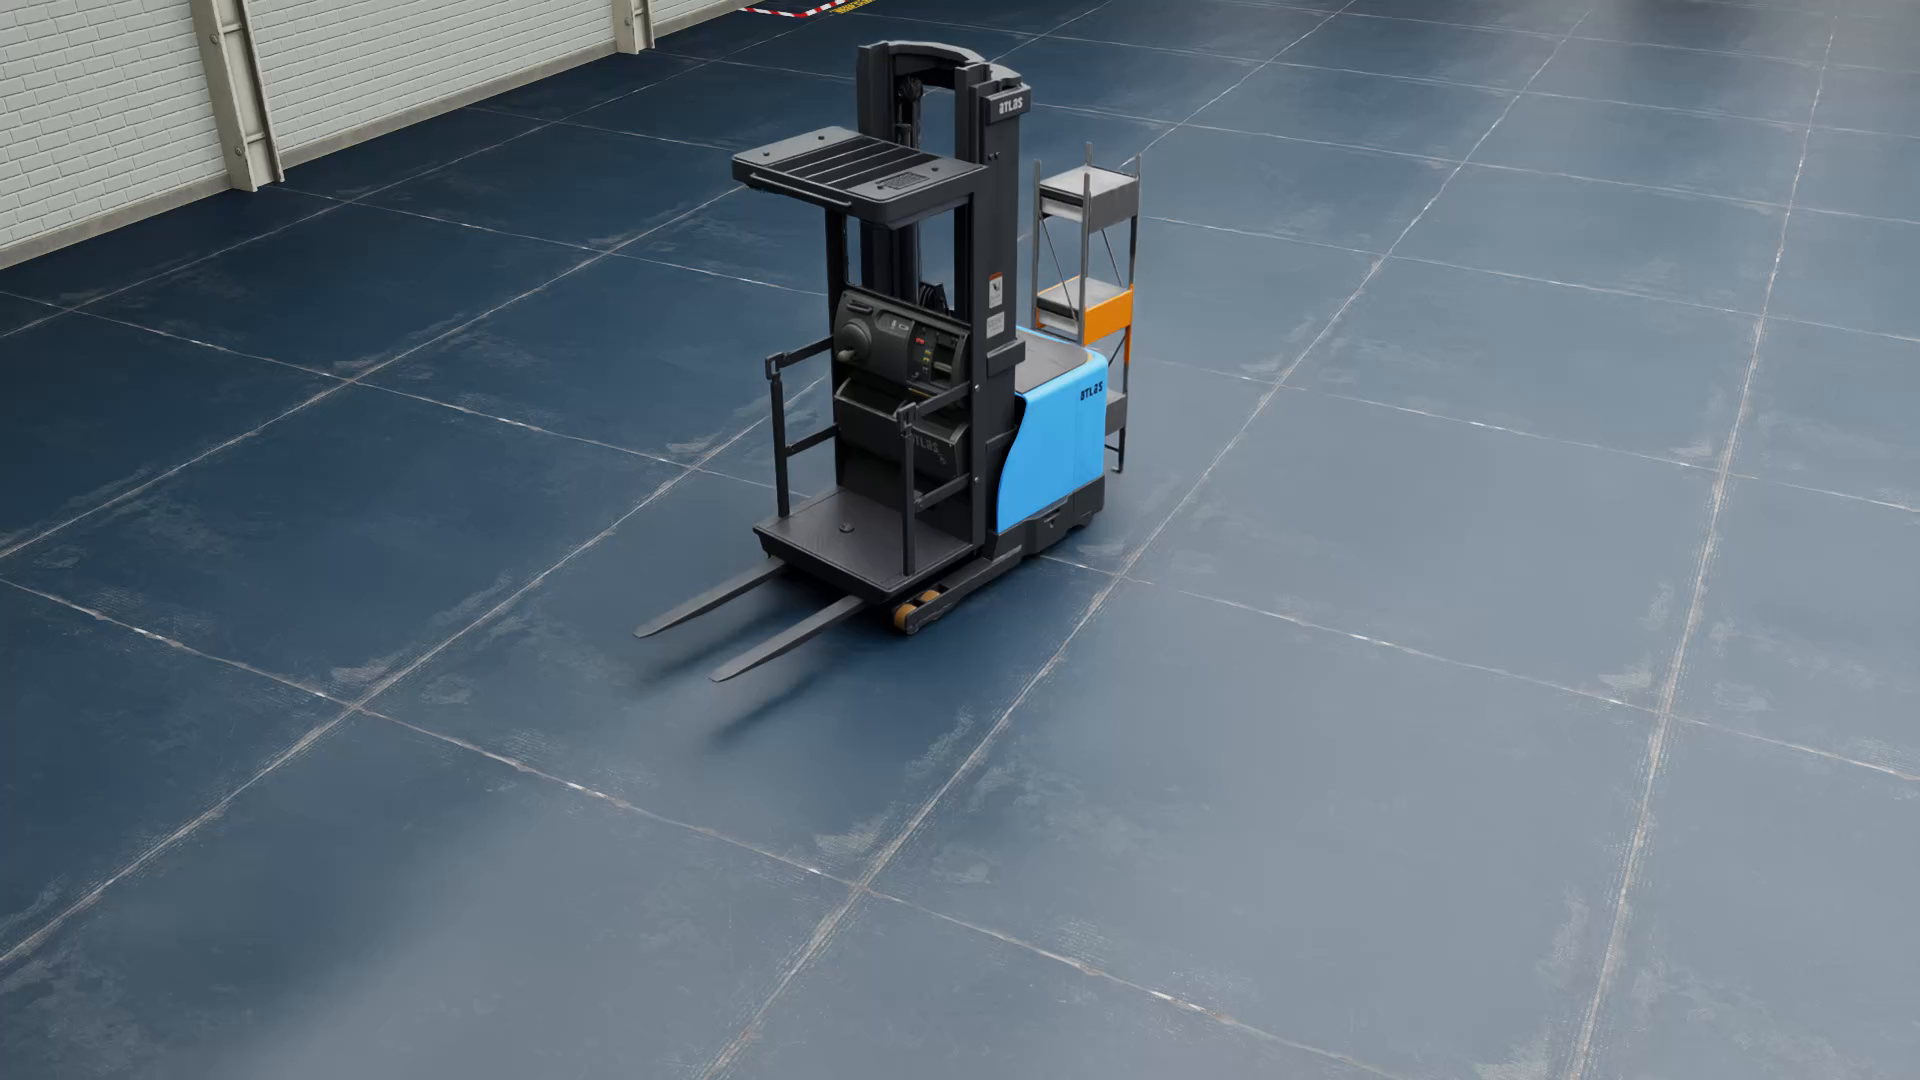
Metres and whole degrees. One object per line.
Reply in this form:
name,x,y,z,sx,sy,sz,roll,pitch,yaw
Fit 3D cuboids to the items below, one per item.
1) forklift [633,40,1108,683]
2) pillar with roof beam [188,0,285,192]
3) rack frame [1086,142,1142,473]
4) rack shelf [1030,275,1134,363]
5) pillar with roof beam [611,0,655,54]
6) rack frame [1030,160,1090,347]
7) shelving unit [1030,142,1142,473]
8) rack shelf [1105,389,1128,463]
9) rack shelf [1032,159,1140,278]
forklift,-0.467,-1.037,8.904,1.130,2.935,3.031,24,38,35
pillar with roof beam,-2.930,-6.355,12.071,9.100,9.000,0.400,14,33,23
rack frame,0.911,-1.414,10.394,0.400,2.100,0.015,24,37,35
rack shelf,0.748,-1.312,10.243,0.431,0.518,0.480,24,37,35
pillar with roof beam,-0.197,-9.015,16.703,9.100,9.000,0.400,14,33,23
rack frame,0.586,-1.234,10.078,0.400,2.100,0.015,24,37,35
shelving unit,0.748,-1.324,10.236,0.431,2.100,0.503,24,37,35
rack shelf,0.747,-0.704,10.590,0.431,0.518,0.480,24,37,35
rack shelf,0.749,-1.920,9.896,0.431,0.518,0.480,24,37,35
